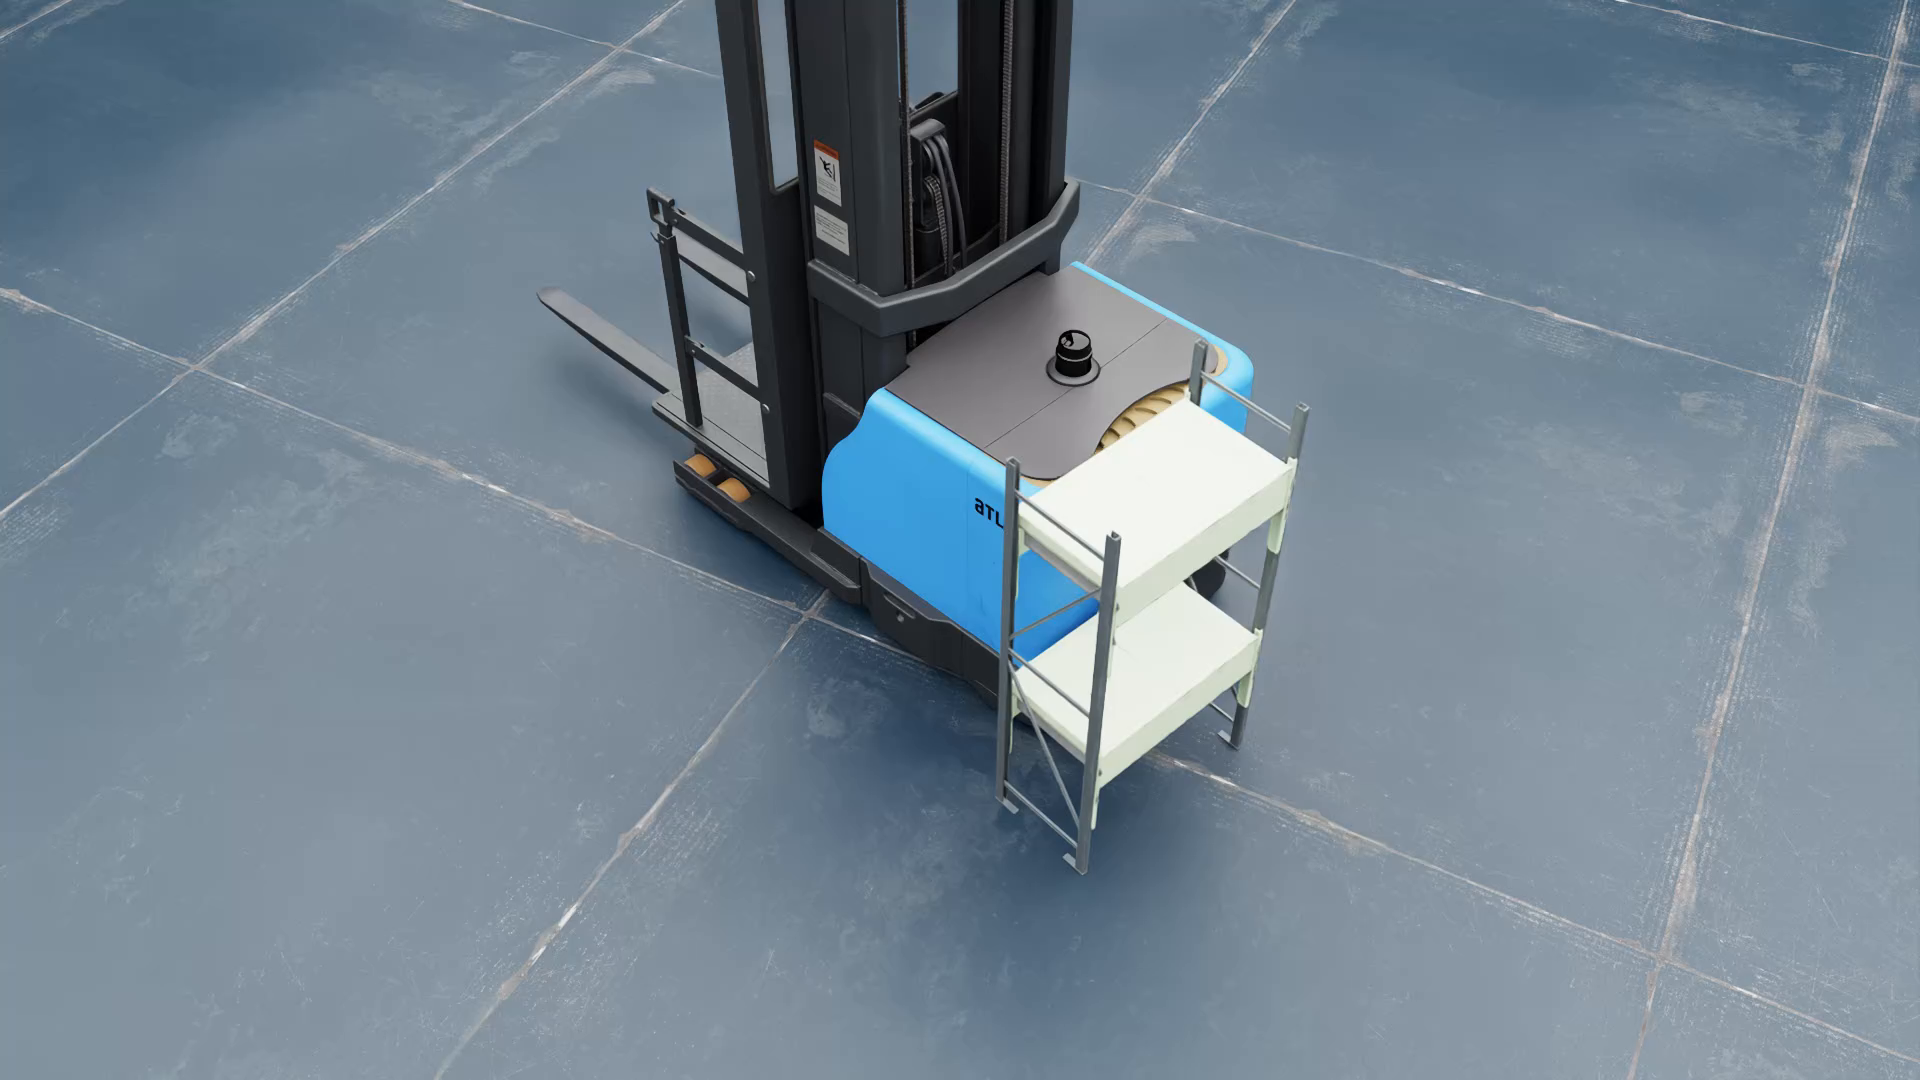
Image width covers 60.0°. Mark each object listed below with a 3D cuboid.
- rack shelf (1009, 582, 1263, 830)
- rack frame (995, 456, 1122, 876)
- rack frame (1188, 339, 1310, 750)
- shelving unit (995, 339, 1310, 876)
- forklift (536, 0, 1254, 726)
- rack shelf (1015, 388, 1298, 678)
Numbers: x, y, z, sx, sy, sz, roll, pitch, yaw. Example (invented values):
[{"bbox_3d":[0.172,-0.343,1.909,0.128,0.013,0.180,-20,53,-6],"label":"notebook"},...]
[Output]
[{"bbox_3d":[0.530,0.470,5.188,0.720,0.370,0.431,-33,54,-28],"label":"rack shelf"},{"bbox_3d":[0.260,0.417,4.782,0.023,1.500,0.400,-33,54,-28],"label":"rack frame"},{"bbox_3d":[0.802,0.067,5.128,0.023,1.500,0.400,-33,54,-28],"label":"rack frame"},{"bbox_3d":[0.531,0.242,4.955,0.755,1.500,0.431,-33,54,-28],"label":"shelving unit"},{"bbox_3d":[-0.452,-1.338,5.511,3.031,2.935,1.130,34,54,29],"label":"forklift"},{"bbox_3d":[0.532,-0.032,4.676,0.720,0.370,0.431,-33,54,-28],"label":"rack shelf"}]
